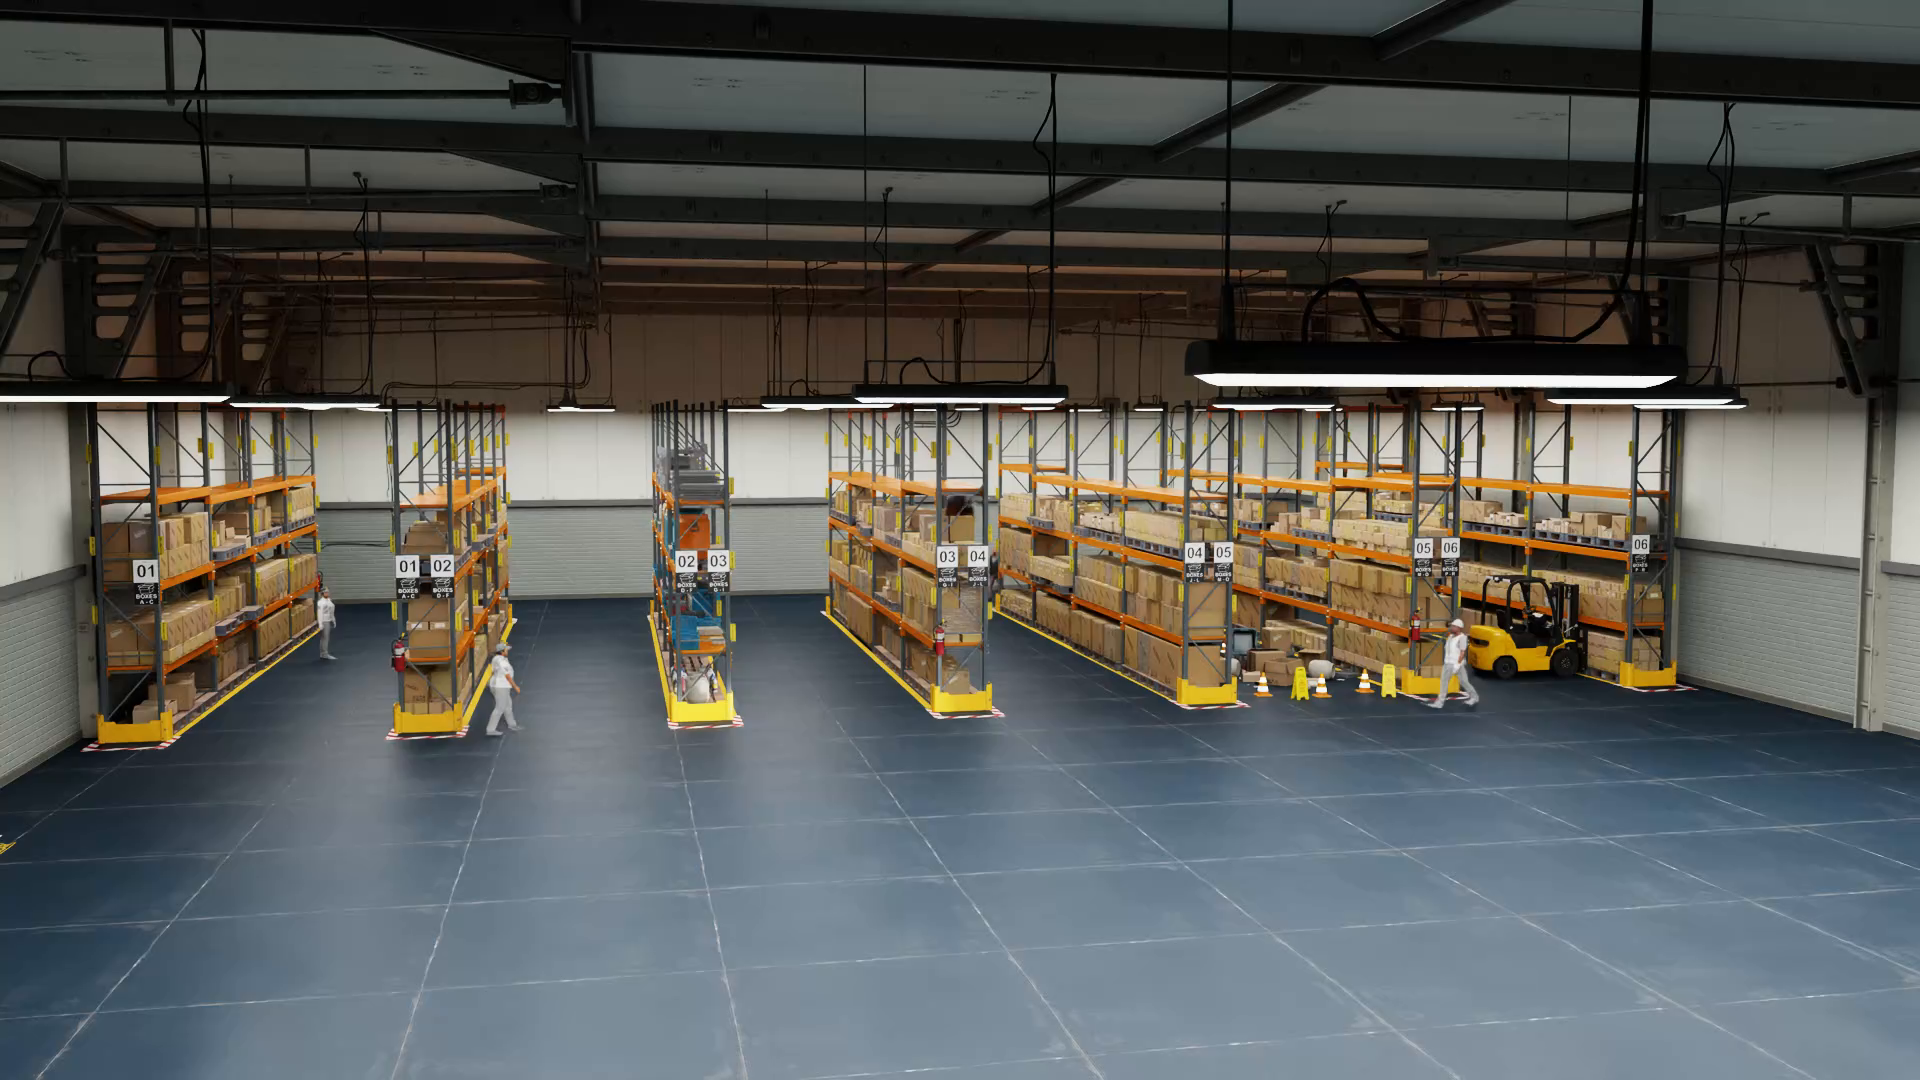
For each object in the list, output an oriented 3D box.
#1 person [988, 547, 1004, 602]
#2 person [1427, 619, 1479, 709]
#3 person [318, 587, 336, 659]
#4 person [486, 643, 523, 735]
[{"bbox_3d":[1.063,1.066,50.693,0.596,1.678,1.020,2,5,23],"label":"person"},{"bbox_3d":[9.637,2.415,32.358,1.051,1.751,0.542,-3,5,-31],"label":"person"},{"bbox_3d":[-14.878,1.938,39.100,0.407,1.700,0.495,0,4,-6],"label":"person"},{"bbox_3d":[-8.143,2.664,29.762,0.814,1.671,0.532,-4,6,-41],"label":"person"}]
